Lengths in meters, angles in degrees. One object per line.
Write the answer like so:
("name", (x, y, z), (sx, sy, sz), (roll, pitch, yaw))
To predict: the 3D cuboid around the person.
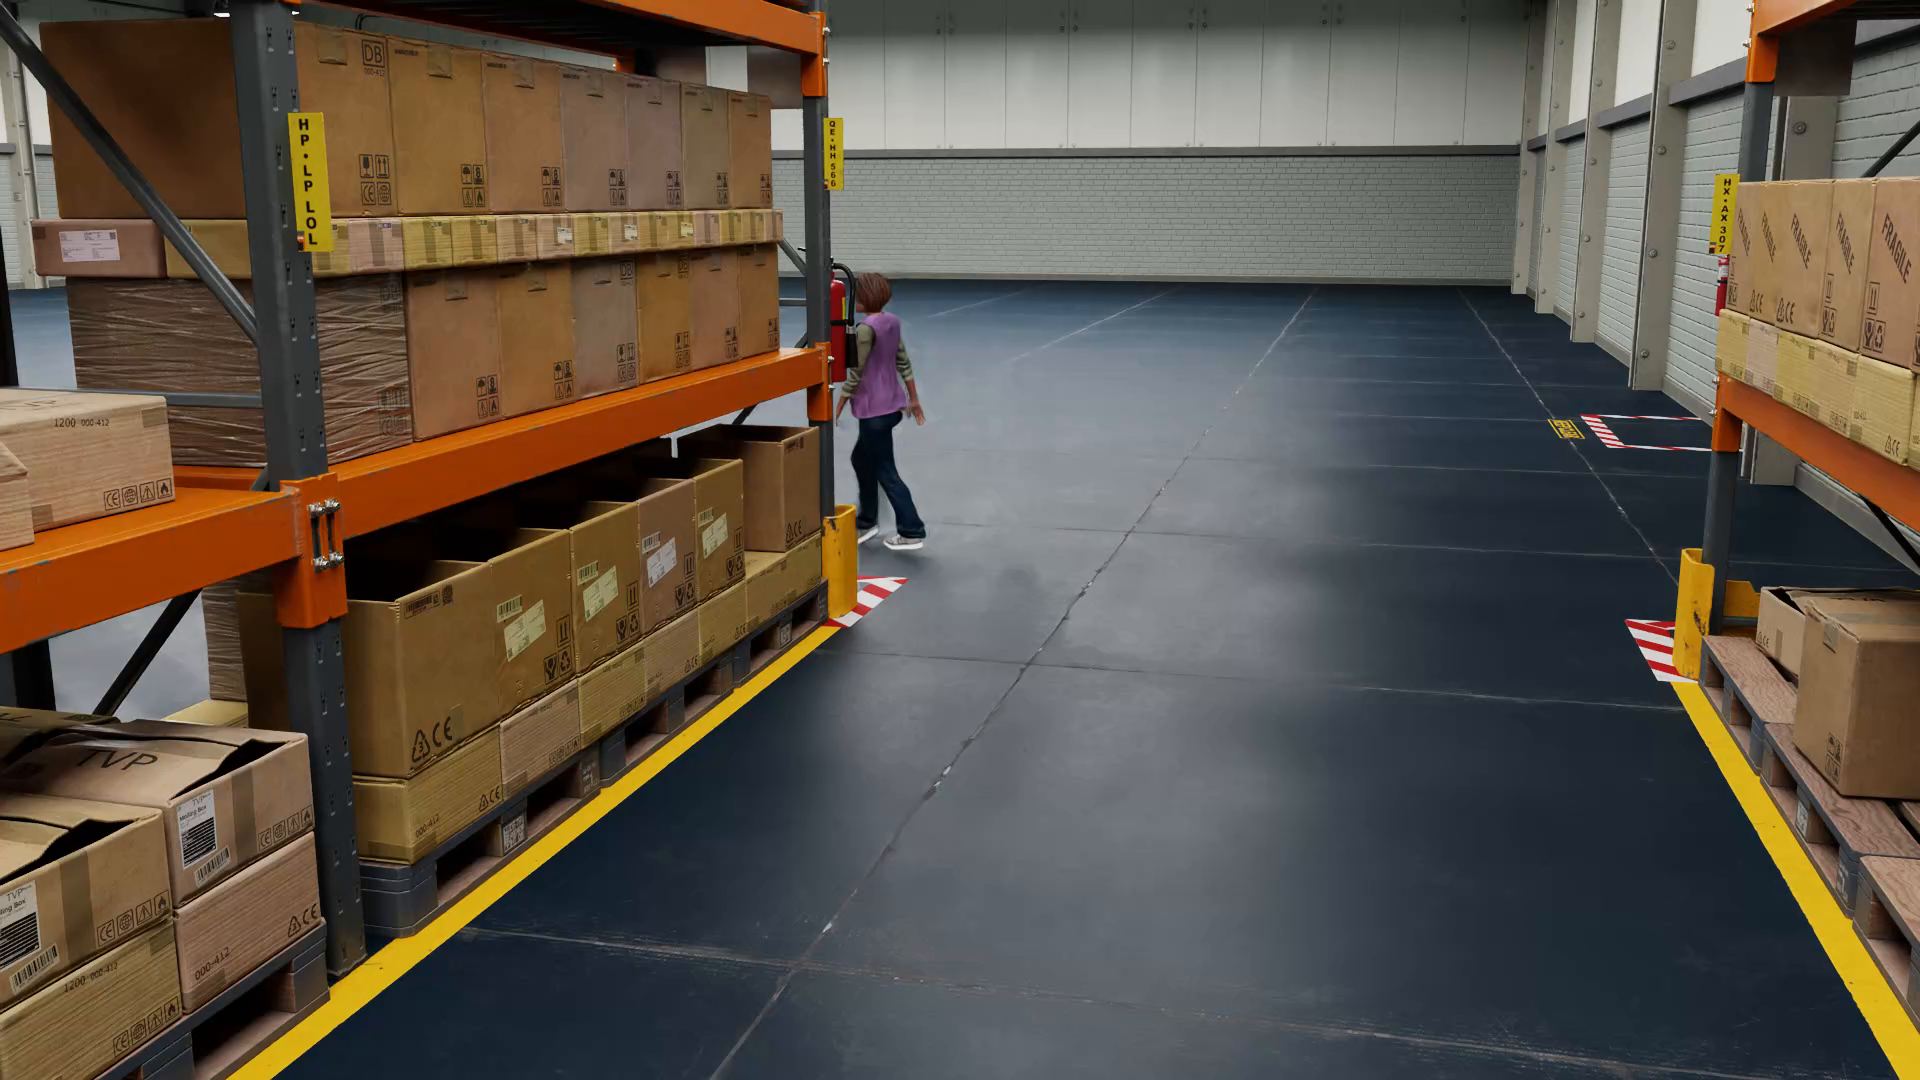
("person", (-0.469, -0.696, 9.370), (0.588, 1.621, 0.514), (5, 13, 22))
